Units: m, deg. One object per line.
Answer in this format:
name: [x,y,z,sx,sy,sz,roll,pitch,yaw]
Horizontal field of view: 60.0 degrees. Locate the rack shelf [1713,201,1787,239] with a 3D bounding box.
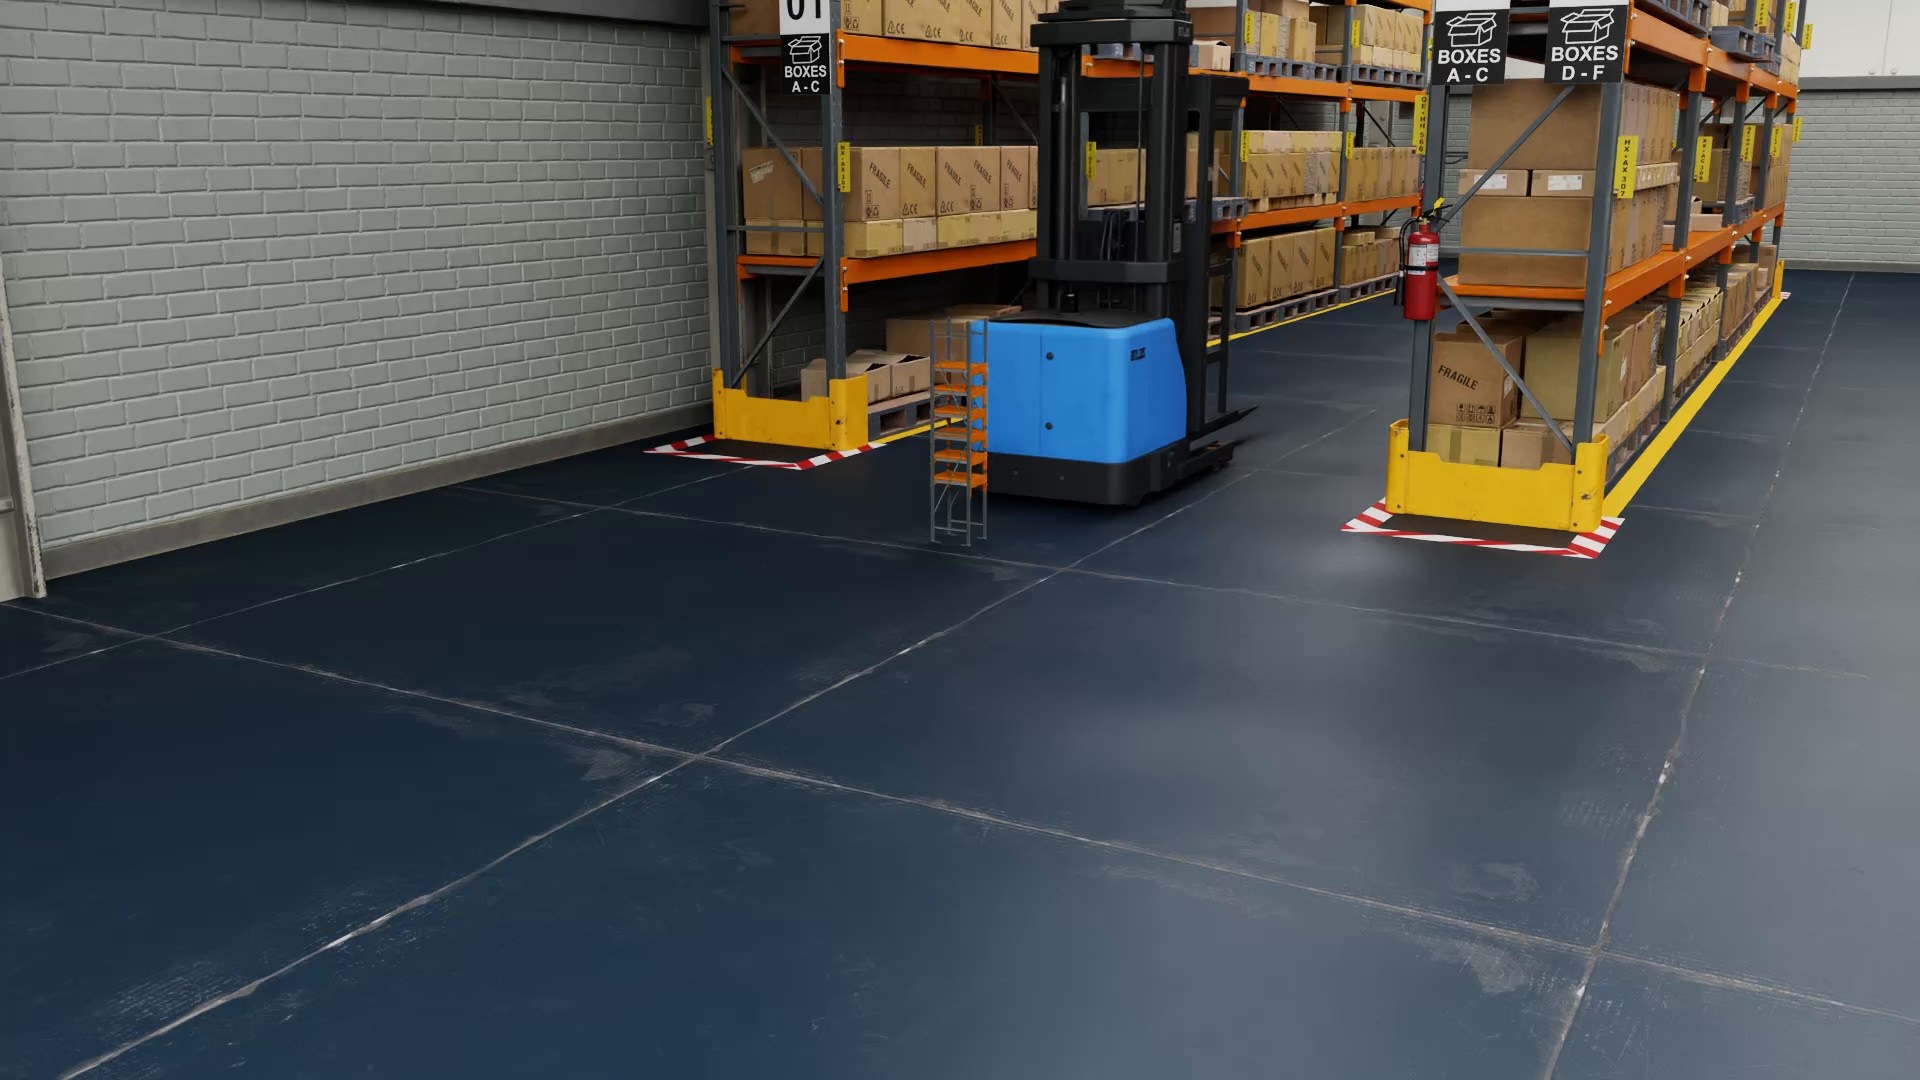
rack shelf: [9.843,-4.122,21.264,1.077,0.370,4.000,7,15,28]

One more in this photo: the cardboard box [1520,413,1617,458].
cardboard box: [3.768,-0.654,10.318,0.500,0.250,0.500,7,15,28]

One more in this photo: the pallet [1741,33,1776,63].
pallet: [6.693,-4.457,15.125,1.213,0.211,1.003,8,16,31]

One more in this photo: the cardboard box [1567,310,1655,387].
cardboard box: [4.486,-1.327,11.510,0.500,0.500,0.500,7,15,28]

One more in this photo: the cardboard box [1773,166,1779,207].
cardboard box: [9.850,-4.391,20.634,0.500,0.500,0.500,7,15,28]

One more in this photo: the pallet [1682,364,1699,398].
pallet: [5.920,-1.471,14.684,1.003,0.211,1.213,7,15,28]

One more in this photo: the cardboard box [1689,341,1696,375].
cardboard box: [5.917,-1.553,14.046,0.500,0.250,0.500,7,15,26]

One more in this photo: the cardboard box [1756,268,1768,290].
cardboard box: [10.277,-3.428,21.780,0.500,0.250,0.500,7,15,28]

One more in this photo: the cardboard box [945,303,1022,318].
cardboard box: [0.204,-1.761,14.334,0.500,0.500,0.500,6,15,24]

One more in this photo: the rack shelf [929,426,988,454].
rack shelf: [-0.007,-0.537,8.891,0.258,0.103,0.180,7,15,28]

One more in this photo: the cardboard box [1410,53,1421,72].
cardboard box: [6.350,-6.900,24.064,0.500,0.250,0.500,8,16,30]

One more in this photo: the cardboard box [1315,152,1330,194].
cardboard box: [4.298,-4.595,20.804,0.500,0.500,0.500,8,15,28]

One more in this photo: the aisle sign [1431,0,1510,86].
aisle sign: [2.787,-2.883,9.043,0.394,0.787,0.004,7,15,28]

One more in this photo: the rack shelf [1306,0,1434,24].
rack shelf: [5.505,-7.404,22.933,1.077,0.370,4.000,7,15,28]

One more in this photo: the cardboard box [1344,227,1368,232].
cardboard box: [5.741,-4.484,24.288,0.380,0.149,0.250,8,15,29]

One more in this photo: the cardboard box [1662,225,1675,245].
cardboard box: [5.616,-2.456,13.357,0.380,0.149,0.250,7,15,28]

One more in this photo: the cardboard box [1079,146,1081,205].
cardboard box: [0.713,-3.149,14.374,0.500,0.500,0.500,7,15,28]

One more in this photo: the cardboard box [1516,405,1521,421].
cardboard box: [3.307,-0.714,10.565,0.500,0.250,0.500,7,15,28]

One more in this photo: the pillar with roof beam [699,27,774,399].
pillar with roof beam: [2.087,-4.830,9.867,9.100,9.000,0.400,7,15,28]

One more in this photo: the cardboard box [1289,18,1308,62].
cardboard box: [3.804,-6.052,20.186,0.700,0.500,0.500,7,15,27]

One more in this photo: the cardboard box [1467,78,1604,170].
cardboard box: [3.338,-2.383,9.538,0.700,0.500,0.500,7,15,28]

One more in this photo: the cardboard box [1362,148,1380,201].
cardboard box: [5.172,-5.026,22.840,0.980,0.700,0.700,7,15,27]

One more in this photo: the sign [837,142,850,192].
sign: [-0.788,-2.519,11.234,0.100,0.325,0.005,7,15,28]

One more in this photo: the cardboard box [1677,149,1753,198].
cardboard box: [8.076,-3.944,17.884,0.700,0.500,0.500,3,14,14]

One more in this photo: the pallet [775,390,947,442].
pallet: [-0.802,-0.982,12.657,1.003,0.211,1.213,7,15,28]

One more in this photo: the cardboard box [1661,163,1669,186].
cardboard box: [4.819,-2.599,11.816,0.380,0.149,0.250,7,15,26]

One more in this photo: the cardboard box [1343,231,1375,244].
cardboard box: [5.567,-4.224,23.209,0.380,0.149,0.250,7,15,26]

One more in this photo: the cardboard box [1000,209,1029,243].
cardboard box: [0.229,-2.579,13.609,0.500,0.250,0.500,7,15,28]

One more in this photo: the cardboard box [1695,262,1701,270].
cardboard box: [7.946,-3.147,18.483,0.500,0.250,0.500,7,15,28]

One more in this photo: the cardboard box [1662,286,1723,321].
cardboard box: [6.905,-2.245,15.720,0.500,0.311,0.500,8,16,30]

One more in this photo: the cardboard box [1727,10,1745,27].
cardboard box: [7.124,-4.840,16.098,0.910,0.500,0.500,7,15,28]

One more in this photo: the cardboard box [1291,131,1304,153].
cardboard box: [3.788,-4.751,19.850,0.500,0.250,0.500,7,15,27]

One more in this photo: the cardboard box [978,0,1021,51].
cardboard box: [0.153,-4.145,13.169,0.500,0.500,0.500,7,15,26]

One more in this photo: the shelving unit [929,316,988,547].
shelving unit: [-0.007,-0.580,8.881,0.258,1.200,0.189,7,15,28]

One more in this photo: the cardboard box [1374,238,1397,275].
cardboard box: [5.979,-4.173,24.382,0.700,0.500,0.500,7,15,28]

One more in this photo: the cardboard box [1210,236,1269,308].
cardboard box: [3.075,-3.096,19.166,0.750,0.750,0.750,7,15,27]

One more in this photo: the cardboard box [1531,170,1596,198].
cardboard box: [3.454,-2.019,9.411,0.380,0.149,0.250,7,15,28]

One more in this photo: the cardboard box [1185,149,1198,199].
cardboard box: [2.140,-3.848,17.442,0.700,0.500,0.500,6,15,23]

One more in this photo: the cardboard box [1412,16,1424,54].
cardboard box: [6.357,-7.264,23.973,0.500,0.500,0.500,7,15,28]

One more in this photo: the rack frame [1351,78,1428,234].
rack frame: [6.472,-5.442,25.207,1.000,3.000,0.127,7,15,28]

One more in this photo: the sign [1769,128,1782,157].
sign: [9.364,-4.562,19.084,0.100,0.325,0.005,7,15,28]

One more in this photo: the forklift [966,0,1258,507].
forklift: [1.171,-1.917,10.733,1.130,2.935,3.031,7,15,27]

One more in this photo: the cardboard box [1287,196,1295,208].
cardboard box: [3.832,-4.099,20.128,0.380,0.149,0.250,8,16,30]

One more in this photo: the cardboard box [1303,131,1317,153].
cardboard box: [4.034,-4.856,20.284,0.500,0.250,0.500,8,16,29]

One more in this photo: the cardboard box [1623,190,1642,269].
cardboard box: [4.058,-2.060,10.964,0.700,0.500,0.500,8,16,30]

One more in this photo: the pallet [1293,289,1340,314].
pallet: [4.231,-3.099,21.437,1.003,0.211,1.213,7,15,28]

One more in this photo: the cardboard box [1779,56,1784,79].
cardboard box: [9.328,-5.518,19.441,0.500,0.250,0.500,7,15,28]

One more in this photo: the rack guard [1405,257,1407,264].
rack guard: [6.484,-4.232,25.520,1.175,0.500,0.348,7,15,28]

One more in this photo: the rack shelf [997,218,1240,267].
rack shelf: [1.638,-3.041,16.781,1.077,0.370,4.000,7,15,28]

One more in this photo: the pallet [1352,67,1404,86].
pallet: [5.534,-6.453,23.187,1.003,0.211,1.213,7,15,28]

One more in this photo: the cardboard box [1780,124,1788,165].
cardboard box: [10.097,-4.978,20.934,0.500,0.500,0.500,8,16,30]

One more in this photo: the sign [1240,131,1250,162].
sign: [3.084,-4.266,18.025,0.100,0.325,0.005,7,15,28]

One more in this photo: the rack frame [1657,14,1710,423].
rack frame: [5.009,-2.420,12.670,1.000,3.000,0.127,7,15,28]

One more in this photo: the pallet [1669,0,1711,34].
pallet: [4.619,-3.657,11.591,1.003,0.211,1.213,7,15,28]

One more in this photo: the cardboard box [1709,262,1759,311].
cardboard box: [8.889,-2.926,19.165,0.500,0.500,0.500,7,15,28]

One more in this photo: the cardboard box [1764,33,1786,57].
cardboard box: [9.329,-5.761,19.382,0.500,0.250,0.500,7,15,28]
